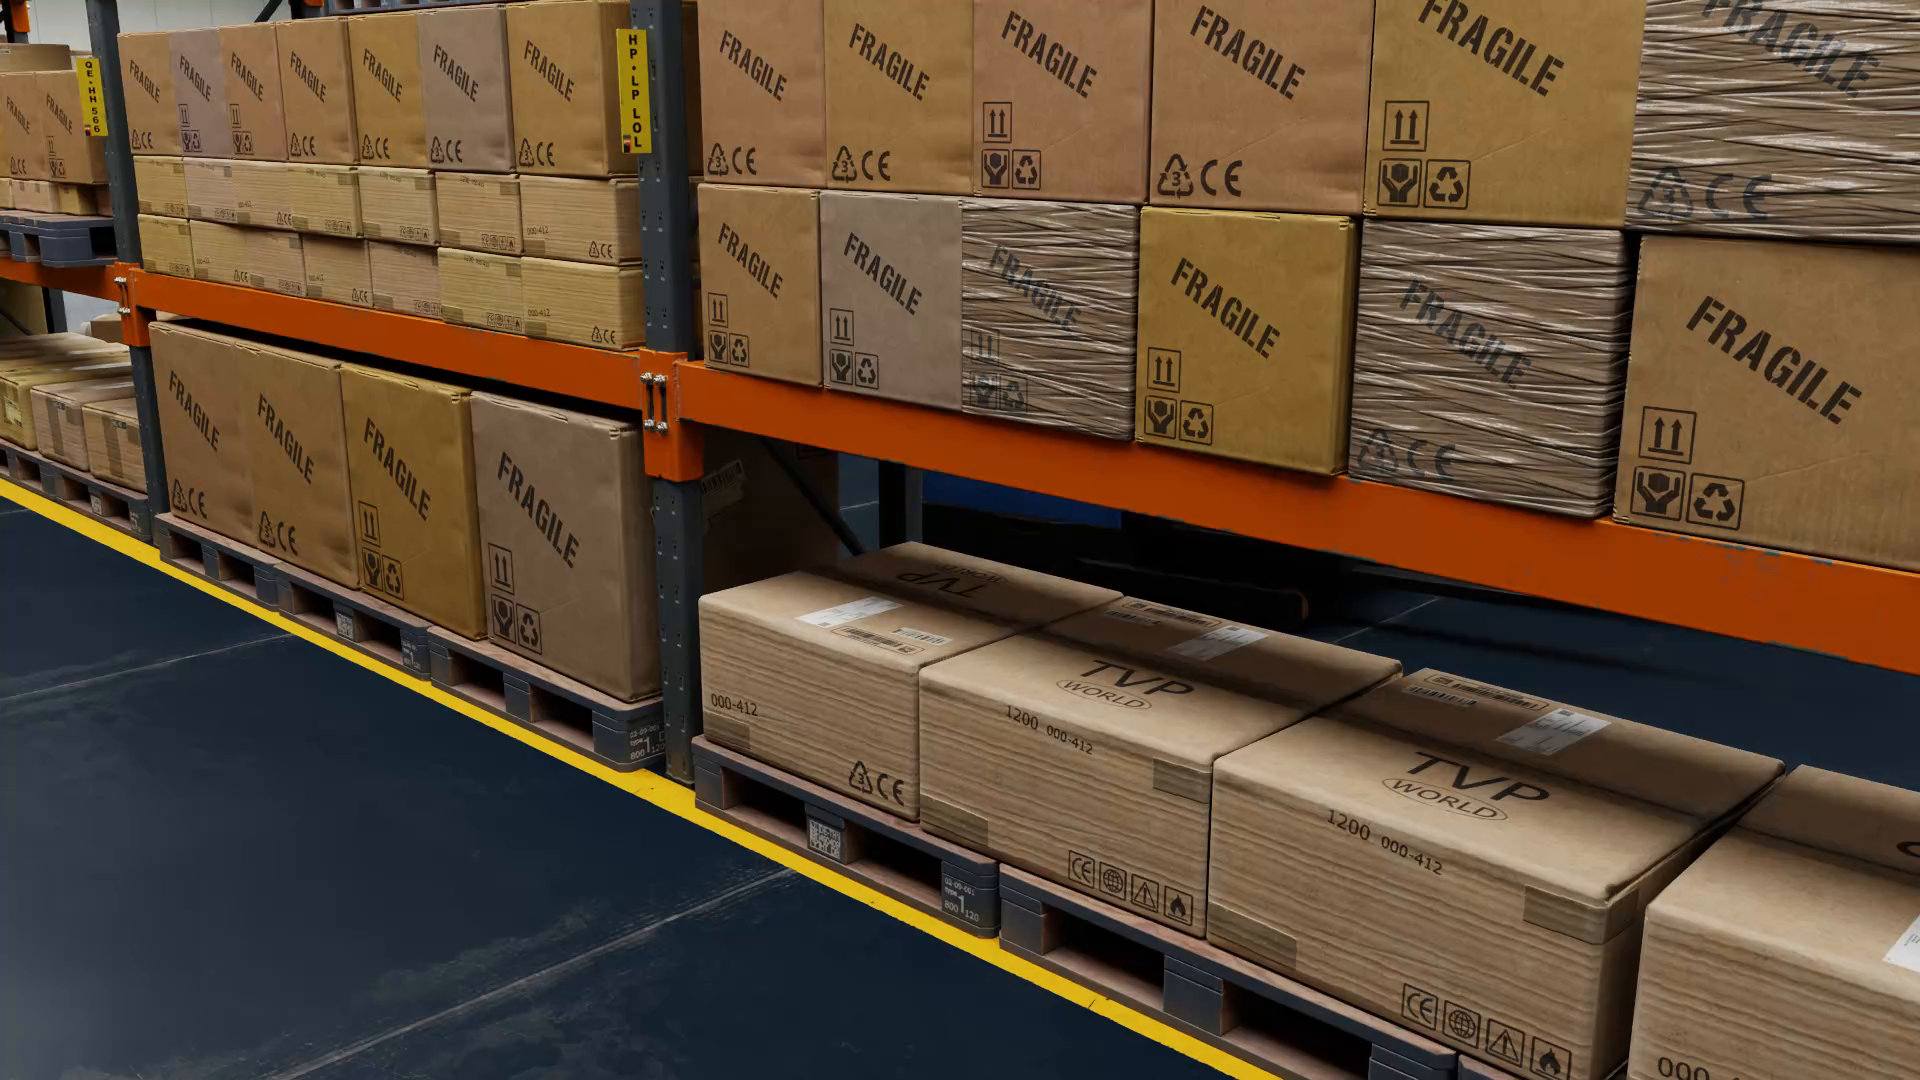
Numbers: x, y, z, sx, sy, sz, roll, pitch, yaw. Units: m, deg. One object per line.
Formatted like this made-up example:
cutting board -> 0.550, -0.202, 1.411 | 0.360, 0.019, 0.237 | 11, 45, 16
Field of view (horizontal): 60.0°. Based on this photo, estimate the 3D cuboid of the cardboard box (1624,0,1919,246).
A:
cardboard box -> 1.456, -0.759, 2.714 | 0.500, 0.500, 0.500 | 14, 20, 42

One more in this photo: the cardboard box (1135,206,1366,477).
cardboard box -> 0.725, -0.451, 3.515 | 0.500, 0.500, 0.500 | -14, 20, -43

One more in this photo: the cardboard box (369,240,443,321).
cardboard box -> -1.728, -0.941, 5.891 | 0.500, 0.250, 0.500 | 13, 19, 41

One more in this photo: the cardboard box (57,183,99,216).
cardboard box -> -4.037, -1.630, 7.902 | 0.250, 0.149, 0.380 | 14, 20, 43

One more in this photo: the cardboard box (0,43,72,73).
cardboard box -> -4.768, -2.444, 8.455 | 0.250, 0.149, 0.380 | 12, 19, 40

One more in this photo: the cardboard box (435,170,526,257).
cardboard box -> -1.366, -1.088, 5.464 | 0.500, 0.250, 0.500 | -14, 20, -43

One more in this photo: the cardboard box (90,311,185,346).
cardboard box -> -6.101, -1.426, 12.407 | 0.500, 0.500, 0.500 | -2, 15, -6

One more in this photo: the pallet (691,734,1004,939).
pallet -> -0.022, 0.697, 4.837 | 1.213, 0.211, 1.003 | 14, 20, 42

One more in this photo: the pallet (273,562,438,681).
pallet -> -2.005, 0.215, 6.688 | 1.213, 0.211, 1.003 | 14, 20, 42

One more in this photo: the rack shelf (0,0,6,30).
rack shelf -> -7.714, -3.653, 11.480 | 4.000, 0.370, 1.077 | 14, 20, 42

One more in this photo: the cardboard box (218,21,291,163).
cardboard box -> -2.483, -1.723, 6.413 | 0.500, 0.500, 0.500 | -14, 20, -43

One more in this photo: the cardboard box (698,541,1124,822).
cardboard box -> -0.137, 0.367, 4.825 | 0.875, 0.438, 0.875 | 13, 20, 41

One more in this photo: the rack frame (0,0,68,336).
rack frame -> -6.274, -2.200, 10.424 | 0.127, 3.000, 1.000 | 14, 20, 42

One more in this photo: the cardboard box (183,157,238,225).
cardboard box -> -2.830, -1.445, 6.833 | 0.500, 0.250, 0.500 | -14, 20, -43

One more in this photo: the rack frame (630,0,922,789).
rack frame -> -0.515, -0.799, 5.051 | 0.127, 3.000, 1.000 | 14, 20, 42

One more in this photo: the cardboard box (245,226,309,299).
cardboard box -> -2.461, -1.116, 6.564 | 0.500, 0.250, 0.500 | -14, 20, -42

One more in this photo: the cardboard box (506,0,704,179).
cardboard box -> -1.011, -1.364, 5.038 | 0.500, 0.500, 0.500 | -14, 20, -42

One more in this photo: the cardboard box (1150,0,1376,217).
cardboard box -> 0.741, -0.934, 3.388 | 0.500, 0.500, 0.500 | 13, 20, 42

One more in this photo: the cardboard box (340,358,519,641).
cardboard box -> -1.672, -0.225, 6.228 | 0.875, 0.875, 0.875 | -14, 20, -43

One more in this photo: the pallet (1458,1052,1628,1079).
pallet -> 1.735, 1.124, 3.199 | 1.213, 0.211, 1.003 | 14, 20, 42

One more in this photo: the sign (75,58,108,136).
sign -> -3.764, -1.921, 7.217 | 0.005, 0.325, 0.100 | 14, 20, 42

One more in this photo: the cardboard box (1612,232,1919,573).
cardboard box -> 1.483, -0.275, 2.839 | 0.500, 0.500, 0.500 | 13, 20, 41

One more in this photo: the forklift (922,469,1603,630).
forklift -> 1.311, -1.215, 6.783 | 3.031, 2.935, 1.130 | 9, 17, 30

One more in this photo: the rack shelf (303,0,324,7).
rack shelf -> -1.955, -2.253, 6.107 | 4.000, 0.370, 1.077 | 14, 20, 42

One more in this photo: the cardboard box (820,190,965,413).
cardboard box -> 0.001, -0.629, 4.200 | 0.500, 0.500, 0.500 | 14, 20, 43

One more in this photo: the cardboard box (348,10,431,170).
cardboard box -> -1.740, -1.546, 5.734 | 0.500, 0.500, 0.500 | -14, 20, -43

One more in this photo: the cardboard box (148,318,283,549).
cardboard box -> -2.955, -0.539, 7.431 | 0.875, 0.875, 0.875 | 13, 20, 42

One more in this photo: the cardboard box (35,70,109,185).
cardboard box -> -3.914, -1.924, 7.746 | 0.500, 0.500, 0.500 | 13, 19, 41

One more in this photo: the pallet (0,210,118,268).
pallet -> -3.981, -1.512, 8.166 | 1.003, 0.211, 1.213 | 14, 20, 42

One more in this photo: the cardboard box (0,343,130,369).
cardboard box -> -5.375, -0.915, 9.872 | 0.950, 0.372, 0.625 | -13, 19, -41

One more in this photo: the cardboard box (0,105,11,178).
cardboard box -> -4.658, -2.101, 8.424 | 0.500, 0.500, 0.500 | 12, 19, 38

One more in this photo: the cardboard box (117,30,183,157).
cardboard box -> -3.209, -1.901, 7.097 | 0.500, 0.500, 0.500 | 13, 19, 40

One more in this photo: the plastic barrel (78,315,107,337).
plastic barrel -> -6.616, -1.566, 13.103 | 0.512, 0.421, 0.421 | -2, 15, -6

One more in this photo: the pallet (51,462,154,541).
pallet -> -3.956, -0.287, 8.615 | 1.213, 0.211, 1.003 | 14, 20, 42

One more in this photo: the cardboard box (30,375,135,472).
cardboard box -> -4.331, -0.659, 8.893 | 0.625, 0.372, 0.950 | 13, 20, 41

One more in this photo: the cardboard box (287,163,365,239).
cardboard box -> -2.123, -1.264, 6.140 | 0.500, 0.250, 0.500 | 14, 20, 43

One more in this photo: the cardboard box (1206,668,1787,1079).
cardboard box -> 1.156, 0.681, 3.617 | 0.875, 0.438, 0.875 | -14, 20, -43

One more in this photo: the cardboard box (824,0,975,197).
cardboard box -> 0.019, -1.115, 4.080 | 0.500, 0.500, 0.500 | 13, 20, 41

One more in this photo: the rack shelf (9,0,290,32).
rack shelf -> -4.834, -2.953, 8.794 | 4.000, 0.370, 1.077 | 14, 20, 42

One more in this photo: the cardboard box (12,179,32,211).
cardboard box -> -4.425, -1.711, 8.215 | 0.250, 0.149, 0.380 | 12, 19, 40

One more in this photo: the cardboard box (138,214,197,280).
cardboard box -> -3.217, -1.296, 7.253 | 0.500, 0.250, 0.500 | 13, 20, 41

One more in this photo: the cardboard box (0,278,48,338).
cardboard box -> -6.511, -1.587, 11.208 | 0.500, 0.500, 0.500 | -13, 20, -42

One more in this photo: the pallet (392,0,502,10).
pallet -> -4.366, -4.883, 14.950 | 1.213, 0.211, 1.003 | 14, 20, 42

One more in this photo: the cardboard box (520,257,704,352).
cardboard box -> -1.013, -0.760, 5.196 | 0.500, 0.250, 0.500 | 13, 19, 41
